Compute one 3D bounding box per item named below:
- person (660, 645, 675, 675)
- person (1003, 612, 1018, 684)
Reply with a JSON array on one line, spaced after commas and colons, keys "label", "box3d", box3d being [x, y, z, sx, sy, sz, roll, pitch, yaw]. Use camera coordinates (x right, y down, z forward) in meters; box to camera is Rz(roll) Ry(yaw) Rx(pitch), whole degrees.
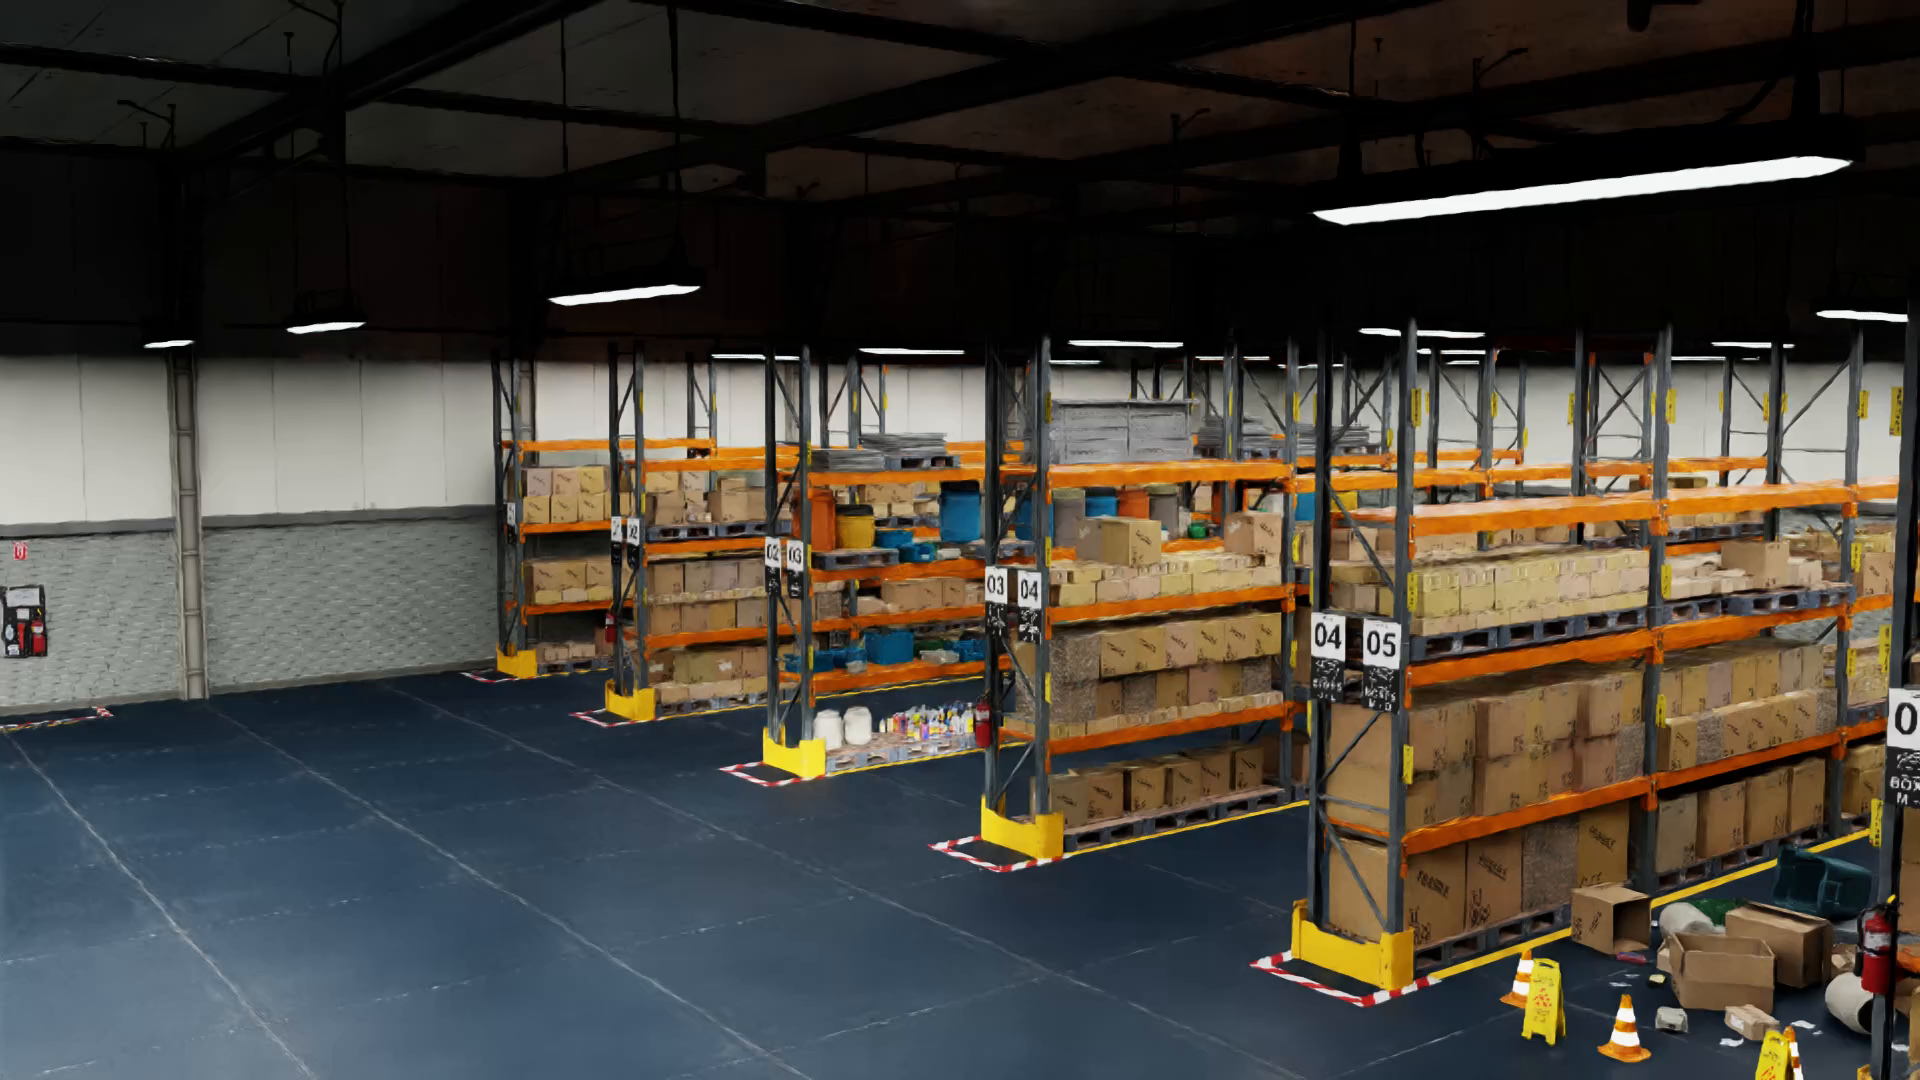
[{"label": "person", "box3d": [-5.385, 1.661, 30.261, 0.420, 1.677, 0.534, 2, 6, 25]}, {"label": "person", "box3d": [1.037, 1.781, 29.718, 1.037, 1.513, 0.419, -4, 6, -38]}]
